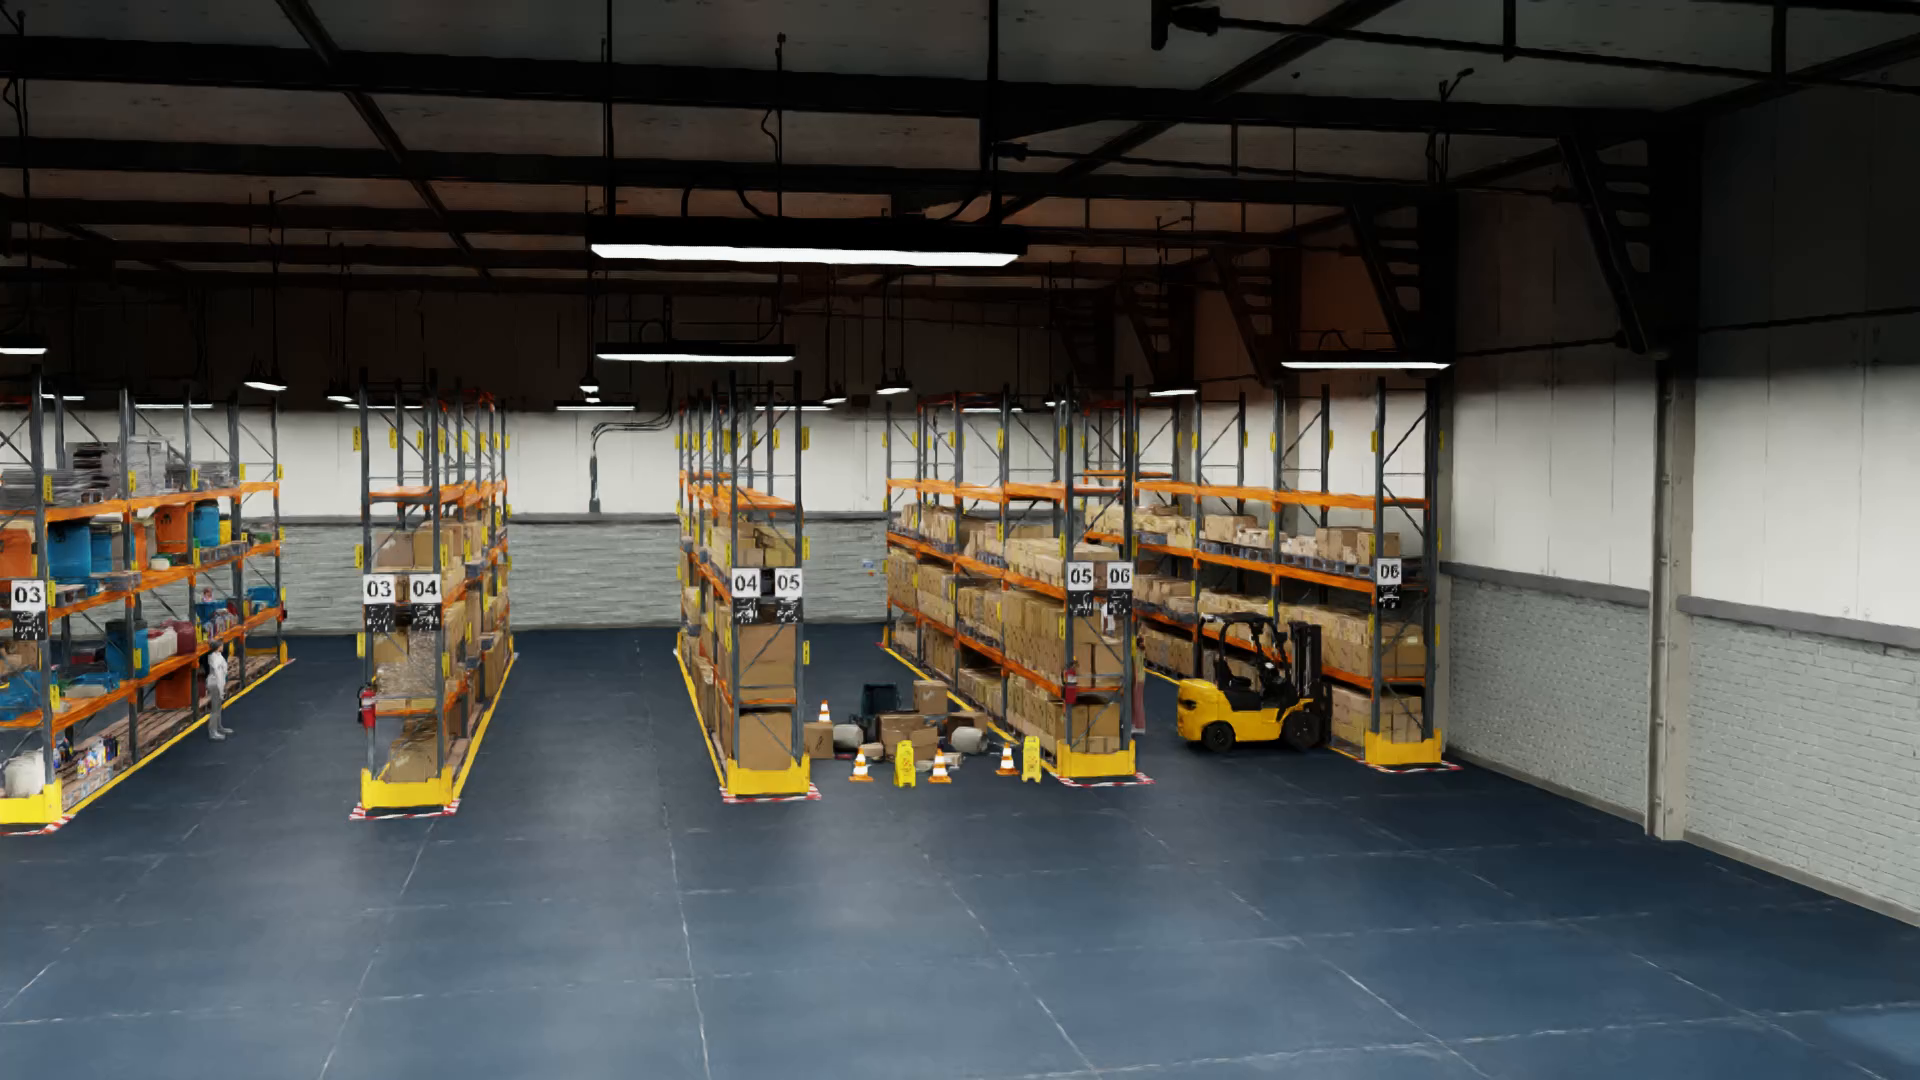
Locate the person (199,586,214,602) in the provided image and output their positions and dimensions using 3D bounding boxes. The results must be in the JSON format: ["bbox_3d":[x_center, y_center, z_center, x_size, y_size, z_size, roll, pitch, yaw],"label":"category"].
[{"bbox_3d":[-17.863,1.875,39.219,0.471,1.587,0.582,2,4,34],"label":"person"}]

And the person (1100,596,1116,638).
[{"bbox_3d":[3.156,1.957,36.155,0.594,1.763,0.681,0,3,7],"label":"person"}]

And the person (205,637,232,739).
[{"bbox_3d":[-12.493,2.480,28.050,0.434,1.684,0.555,-2,4,-35],"label":"person"}]

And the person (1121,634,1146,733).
[{"bbox_3d":[2.994,2.450,28.608,0.477,1.675,0.493,1,4,19],"label":"person"}]
